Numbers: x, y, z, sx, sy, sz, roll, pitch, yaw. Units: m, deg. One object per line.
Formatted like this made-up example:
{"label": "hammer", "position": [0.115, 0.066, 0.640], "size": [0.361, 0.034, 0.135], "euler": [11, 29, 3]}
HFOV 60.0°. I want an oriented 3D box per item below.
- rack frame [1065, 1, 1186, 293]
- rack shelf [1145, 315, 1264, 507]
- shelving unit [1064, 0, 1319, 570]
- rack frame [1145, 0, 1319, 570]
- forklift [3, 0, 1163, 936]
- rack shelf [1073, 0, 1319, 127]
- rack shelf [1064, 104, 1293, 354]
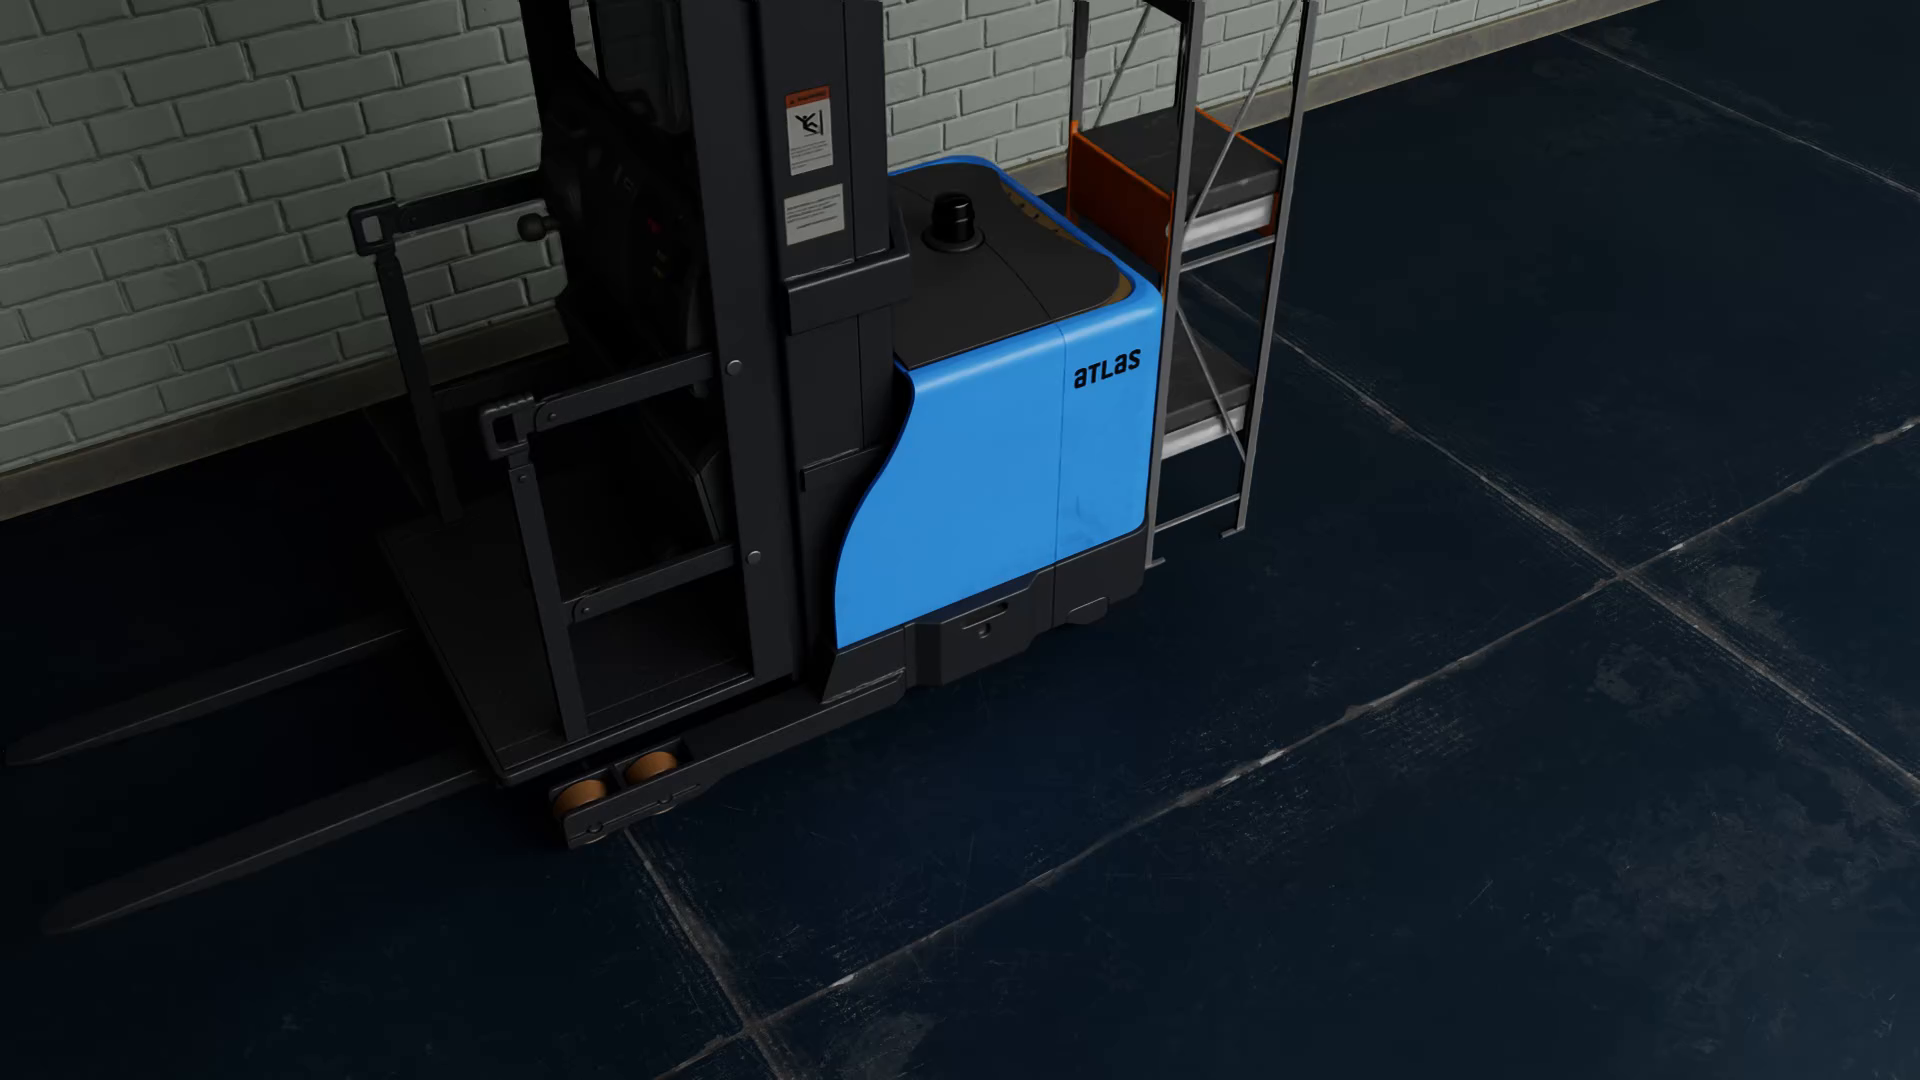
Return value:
{"label": "rack frame", "position": [0.479, -1.047, 4.866], "size": [0.400, 2.100, 0.015], "euler": [-21, 44, -23]}
{"label": "rack shelf", "position": [0.605, -0.364, 5.162], "size": [0.431, 0.518, 0.480], "euler": [-21, 44, -23]}
{"label": "shelving unit", "position": [0.605, -0.912, 4.705], "size": [0.431, 2.100, 0.503], "euler": [-21, 44, -23]}
{"label": "rack frame", "position": [0.730, -0.778, 4.544], "size": [0.400, 2.100, 0.015], "euler": [-21, 44, -23]}
{"label": "forklift", "position": [-0.977, -0.728, 3.835], "size": [3.031, 2.935, 1.130], "euler": [-21, 44, -23]}
{"label": "rack shelf", "position": [0.605, -1.440, 4.265], "size": [0.431, 0.518, 0.480], "euler": [-21, 44, -23]}
{"label": "rack shelf", "position": [0.605, -0.902, 4.714], "size": [0.431, 0.518, 0.480], "euler": [-21, 44, -23]}
